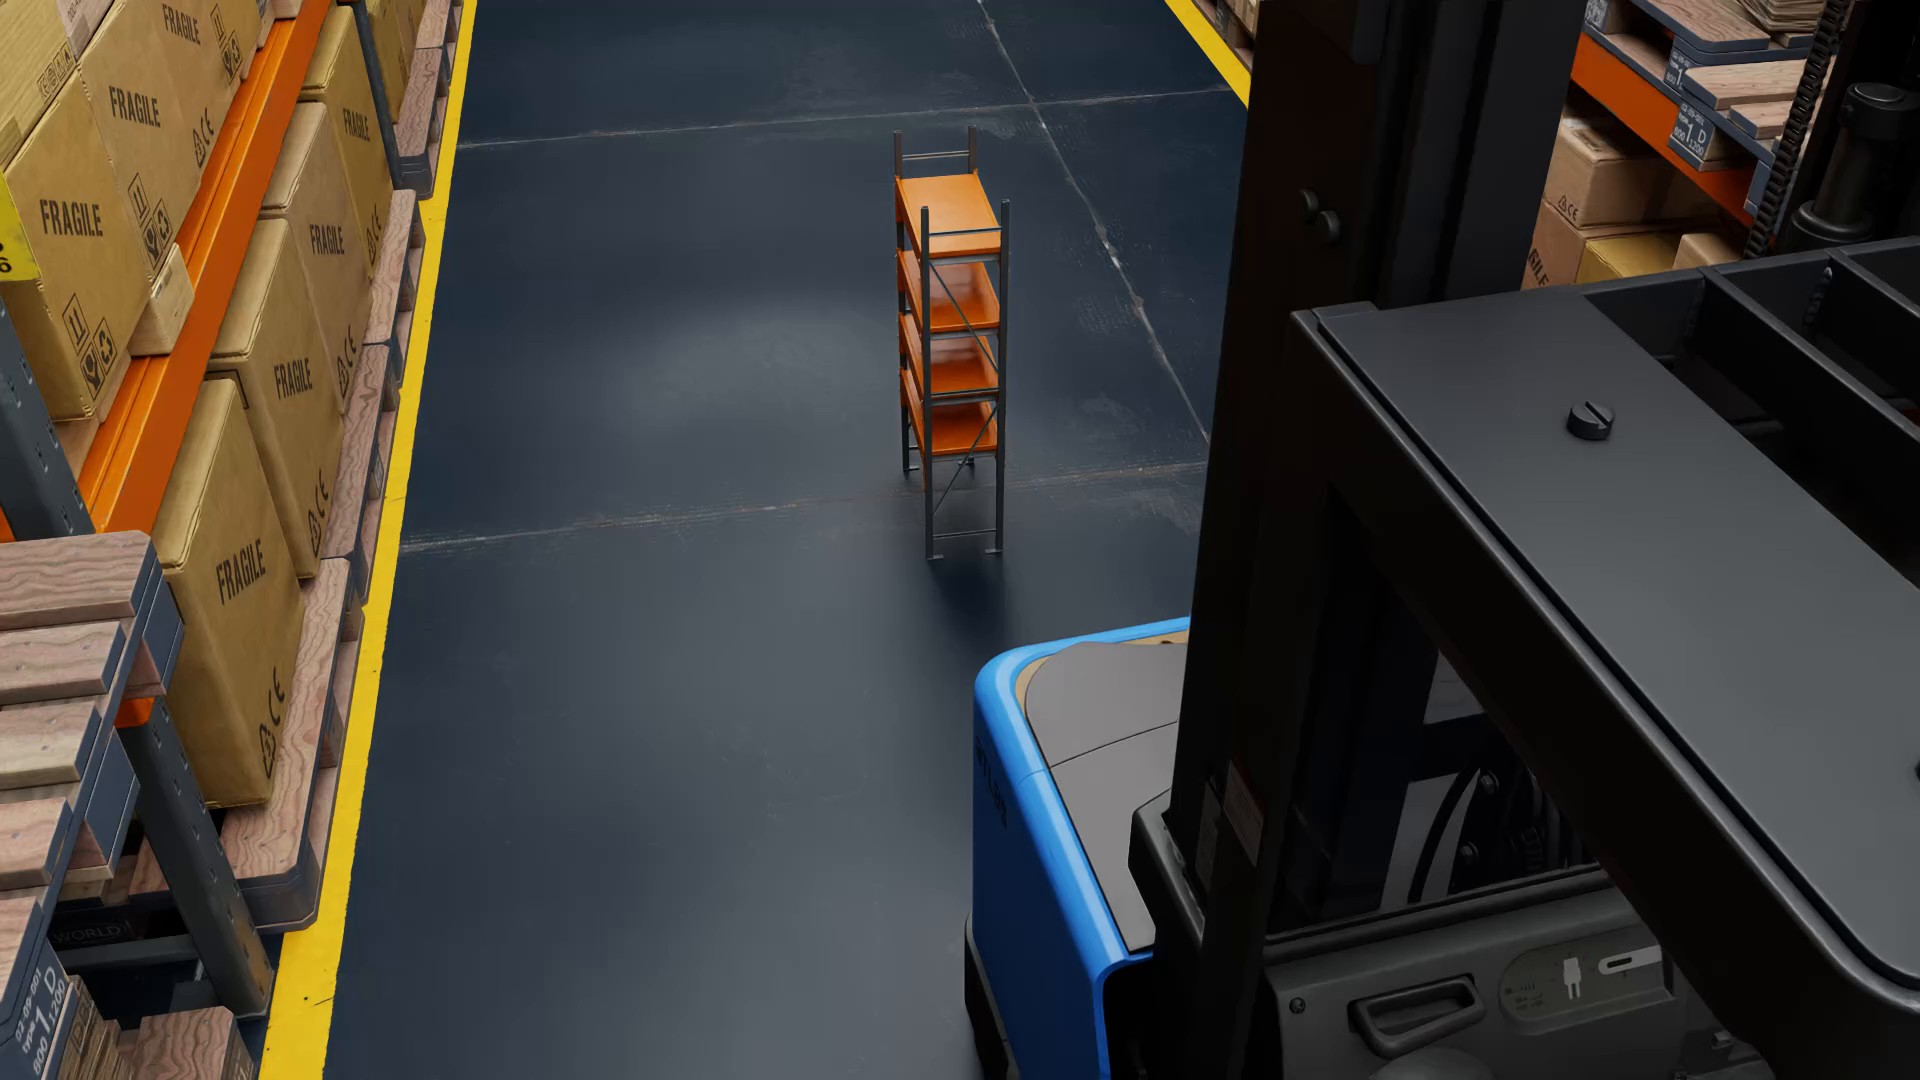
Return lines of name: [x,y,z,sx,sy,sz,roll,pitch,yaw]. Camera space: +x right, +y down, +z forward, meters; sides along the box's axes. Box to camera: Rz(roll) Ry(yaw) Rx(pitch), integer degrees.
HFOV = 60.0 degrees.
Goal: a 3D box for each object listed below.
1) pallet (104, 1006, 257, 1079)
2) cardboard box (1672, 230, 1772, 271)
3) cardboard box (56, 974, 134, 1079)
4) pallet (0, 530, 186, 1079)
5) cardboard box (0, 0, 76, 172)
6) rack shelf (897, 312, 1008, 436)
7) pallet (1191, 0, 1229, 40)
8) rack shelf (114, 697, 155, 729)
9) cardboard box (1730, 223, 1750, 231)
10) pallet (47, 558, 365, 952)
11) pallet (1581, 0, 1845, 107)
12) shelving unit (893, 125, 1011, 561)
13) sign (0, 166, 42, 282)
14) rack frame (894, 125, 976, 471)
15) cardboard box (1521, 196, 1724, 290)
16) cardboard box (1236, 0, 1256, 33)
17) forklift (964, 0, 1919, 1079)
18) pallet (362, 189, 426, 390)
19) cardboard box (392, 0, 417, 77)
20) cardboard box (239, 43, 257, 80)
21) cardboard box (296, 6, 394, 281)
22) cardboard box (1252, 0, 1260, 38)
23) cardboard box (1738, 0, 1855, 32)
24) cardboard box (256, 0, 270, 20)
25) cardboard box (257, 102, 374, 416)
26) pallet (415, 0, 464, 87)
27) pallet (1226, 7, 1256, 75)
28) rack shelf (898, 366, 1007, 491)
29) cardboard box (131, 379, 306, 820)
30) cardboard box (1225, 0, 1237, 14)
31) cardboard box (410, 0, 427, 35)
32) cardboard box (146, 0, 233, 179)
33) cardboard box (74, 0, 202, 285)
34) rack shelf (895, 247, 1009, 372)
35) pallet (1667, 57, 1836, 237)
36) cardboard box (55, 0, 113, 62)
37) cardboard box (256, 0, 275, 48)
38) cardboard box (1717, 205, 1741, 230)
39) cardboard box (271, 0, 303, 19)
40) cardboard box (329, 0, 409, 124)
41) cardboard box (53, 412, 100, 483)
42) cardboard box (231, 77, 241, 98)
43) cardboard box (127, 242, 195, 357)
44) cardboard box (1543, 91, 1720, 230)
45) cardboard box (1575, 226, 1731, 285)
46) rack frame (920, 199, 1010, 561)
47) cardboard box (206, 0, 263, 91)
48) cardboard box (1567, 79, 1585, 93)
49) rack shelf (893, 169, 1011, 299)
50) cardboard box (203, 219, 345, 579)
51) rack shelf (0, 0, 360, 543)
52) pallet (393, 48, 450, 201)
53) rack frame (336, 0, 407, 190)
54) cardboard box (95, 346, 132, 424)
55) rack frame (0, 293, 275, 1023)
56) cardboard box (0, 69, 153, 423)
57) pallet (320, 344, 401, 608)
pallet: [-1.963,1.507,3.138,1.003,0.211,1.213,-6,38,-8]
cardboard box: [2.368,-0.657,4.719,0.500,0.250,0.500,-5,38,-6]
cardboard box: [-1.921,1.176,2.970,0.700,0.500,0.500,-6,38,-7]
pallet: [-1.869,0.428,2.410,1.213,0.211,1.003,-6,38,-8]
cardboard box: [-1.930,-0.847,2.944,0.500,0.250,0.500,-5,38,-7]
rack shelf: [-0.029,-0.521,5.052,0.258,0.148,0.480,-6,38,-8]
pallet: [1.740,-3.070,9.029,1.003,0.211,1.213,-6,38,-8]
rack shelf: [-1.748,1.426,1.556,1.077,0.370,4.000,-6,38,-8]
cardboard box: [2.799,-0.713,5.402,0.500,0.500,0.500,-7,38,-9]
pallet: [-2.163,0.550,4.369,1.003,0.211,1.213,-6,38,-8]
pallet: [2.432,-1.700,5.149,1.003,0.211,1.213,-6,38,-8]
shelving unit: [-0.029,-0.574,5.011,0.258,1.200,0.503,-6,38,-8]
sign: [-1.566,-0.556,2.642,0.100,0.325,0.005,-6,38,-8]
rack frame: [-0.072,-0.721,5.200,0.240,1.200,0.015,-6,38,-8]
cardboard box: [2.194,-0.957,5.715,0.500,0.500,0.500,-8,38,-10]
cardboard box: [1.572,-2.599,8.116,0.380,0.149,0.250,-6,38,-8]
forklift: [0.890,0.705,1.953,1.130,2.935,3.031,-9,39,-12]
pallet: [-2.591,-0.923,6.266,1.003,0.211,1.213,-6,38,-8]
cardboard box: [-2.915,-2.428,7.625,0.700,0.500,0.500,-7,38,-8]
cardboard box: [-2.283,-1.445,4.854,0.380,0.149,0.250,-7,38,-9]
cardboard box: [-2.558,-1.421,6.044,0.750,0.750,0.750,-6,38,-7]
cardboard box: [1.697,-2.518,7.725,0.500,0.500,0.500,-6,38,-8]
cardboard box: [2.584,-1.748,4.631,0.700,0.500,0.500,0,38,1]
cardboard box: [-2.292,-1.784,4.761,0.500,0.500,0.500,-6,38,-8]
cardboard box: [-2.399,-0.884,5.353,0.750,0.750,0.750,-5,38,-7]
pallet: [-3.074,-2.587,8.408,1.003,0.211,1.213,-6,38,-8]
pallet: [1.957,-2.331,8.079,1.003,0.211,1.213,-6,38,-8]
rack shelf: [-0.029,-0.364,5.174,0.258,0.148,0.480,-6,38,-8]
cardboard box: [-2.099,0.158,4.011,0.750,0.750,0.750,-7,38,-9]
cardboard box: [1.566,-2.896,8.366,0.500,0.311,0.500,-6,38,-8]
cardboard box: [-3.003,-2.738,8.024,0.700,0.500,0.500,-5,38,-7]
cardboard box: [-2.101,-1.169,3.970,0.500,0.500,0.500,-6,38,-8]
cardboard box: [-2.015,-0.870,3.584,0.500,0.500,0.500,-5,38,-6]
rack shelf: [-0.029,-0.697,4.915,0.258,0.148,0.480,-6,38,-8]
pallet: [2.590,-0.928,4.155,1.213,0.211,1.003,-6,38,-8]
cardboard box: [-2.020,-1.154,3.339,0.500,0.250,0.500,-7,38,-9]
cardboard box: [-2.312,-1.598,5.051,0.380,0.149,0.250,-6,38,-8]
cardboard box: [2.702,-1.028,5.807,0.500,0.500,0.500,-7,38,-9]
cardboard box: [-2.289,-1.753,5.250,0.380,0.149,0.250,-6,38,-8]
cardboard box: [-2.830,-2.124,7.234,0.700,0.500,0.500,-6,38,-7]
cardboard box: [-1.928,-0.199,3.250,0.380,0.149,0.250,-7,38,-9]
cardboard box: [-2.247,-1.284,4.646,0.380,0.149,0.250,-5,38,-7]
cardboard box: [-1.927,-0.522,3.665,0.380,0.149,0.250,-5,38,-7]
cardboard box: [2.185,-1.275,5.514,0.500,0.250,0.500,-7,38,-9]
cardboard box: [2.292,-0.640,5.308,0.500,0.500,0.500,-8,38,-10]
rack frame: [0.014,-0.426,4.821,0.240,1.200,0.015,-6,38,-8]
cardboard box: [-2.200,-1.483,4.374,0.500,0.500,0.500,-5,38,-7]
cardboard box: [2.096,-1.578,5.904,0.500,0.250,0.500,-6,38,-8]
rack shelf: [-0.029,-0.884,4.769,0.258,0.148,0.480,-6,38,-8]
cardboard box: [-2.246,-0.371,4.693,0.750,0.750,0.750,-6,38,-8]
rack shelf: [-2.449,-0.990,4.666,1.077,0.370,4.000,-6,38,-8]
pallet: [-2.856,-1.849,7.458,1.003,0.211,1.213,-6,38,-8]
rack frame: [-2.800,-2.482,6.000,1.000,3.000,0.127,-6,38,-8]
cardboard box: [-1.964,-0.352,3.447,0.380,0.149,0.250,-6,38,-7]
rack frame: [-2.099,-0.066,2.891,1.000,3.000,0.127,-6,38,-8]
cardboard box: [-1.932,-0.552,3.176,0.500,0.500,0.500,-5,38,-7]
pallet: [-2.373,-0.185,5.316,1.003,0.211,1.213,-6,38,-8]
